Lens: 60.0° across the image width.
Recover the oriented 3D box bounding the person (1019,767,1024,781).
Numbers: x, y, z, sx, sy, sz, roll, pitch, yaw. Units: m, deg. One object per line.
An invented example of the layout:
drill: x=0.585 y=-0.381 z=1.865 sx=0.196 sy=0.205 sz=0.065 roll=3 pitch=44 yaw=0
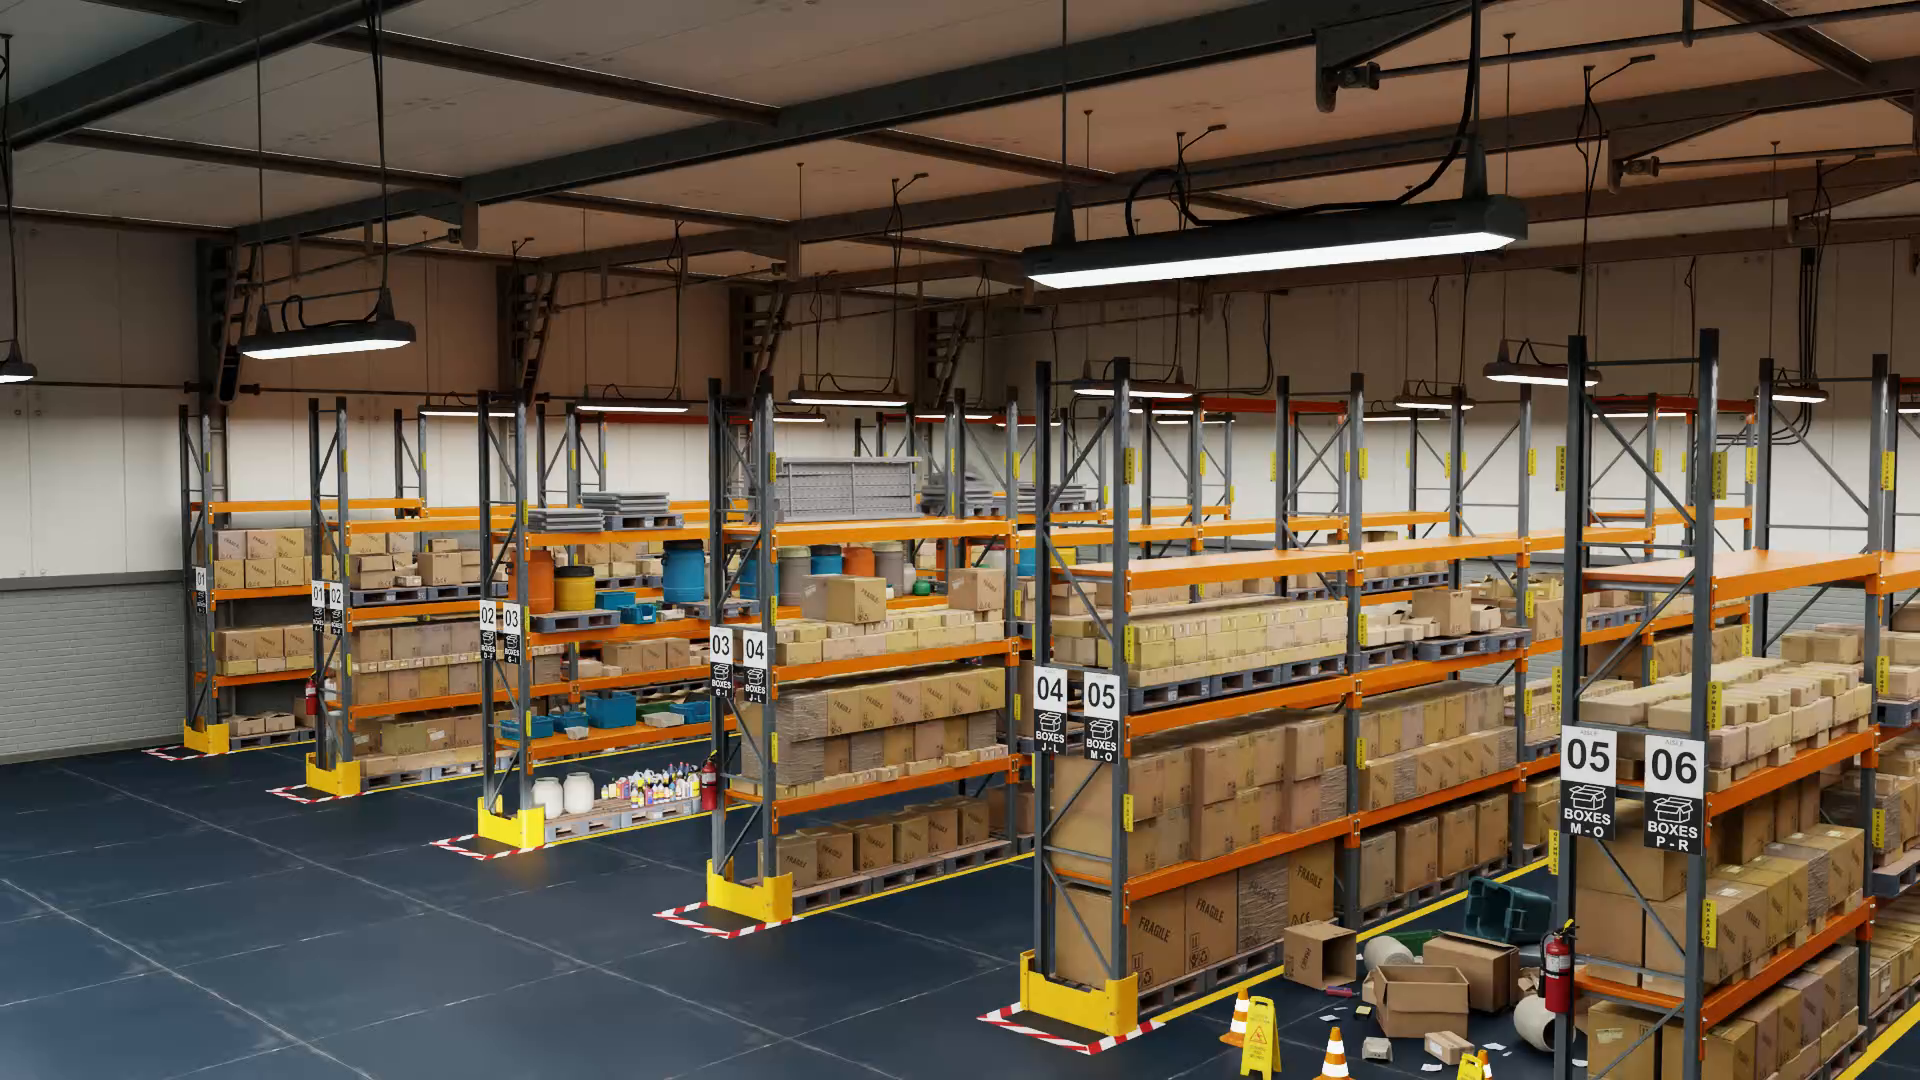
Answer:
person: x=1.047 y=2.955 z=25.648 sx=0.639 sy=1.780 sz=0.731 roll=2 pitch=4 yaw=38

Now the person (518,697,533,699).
person: x=-7.765 y=2.773 z=29.448 sx=0.638 sy=1.786 sz=0.767 roll=3 pitch=4 yaw=41

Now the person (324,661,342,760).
person: x=-10.134 y=2.833 z=26.865 sx=0.699 sy=1.752 sz=0.954 roll=2 pitch=4 yaw=35
